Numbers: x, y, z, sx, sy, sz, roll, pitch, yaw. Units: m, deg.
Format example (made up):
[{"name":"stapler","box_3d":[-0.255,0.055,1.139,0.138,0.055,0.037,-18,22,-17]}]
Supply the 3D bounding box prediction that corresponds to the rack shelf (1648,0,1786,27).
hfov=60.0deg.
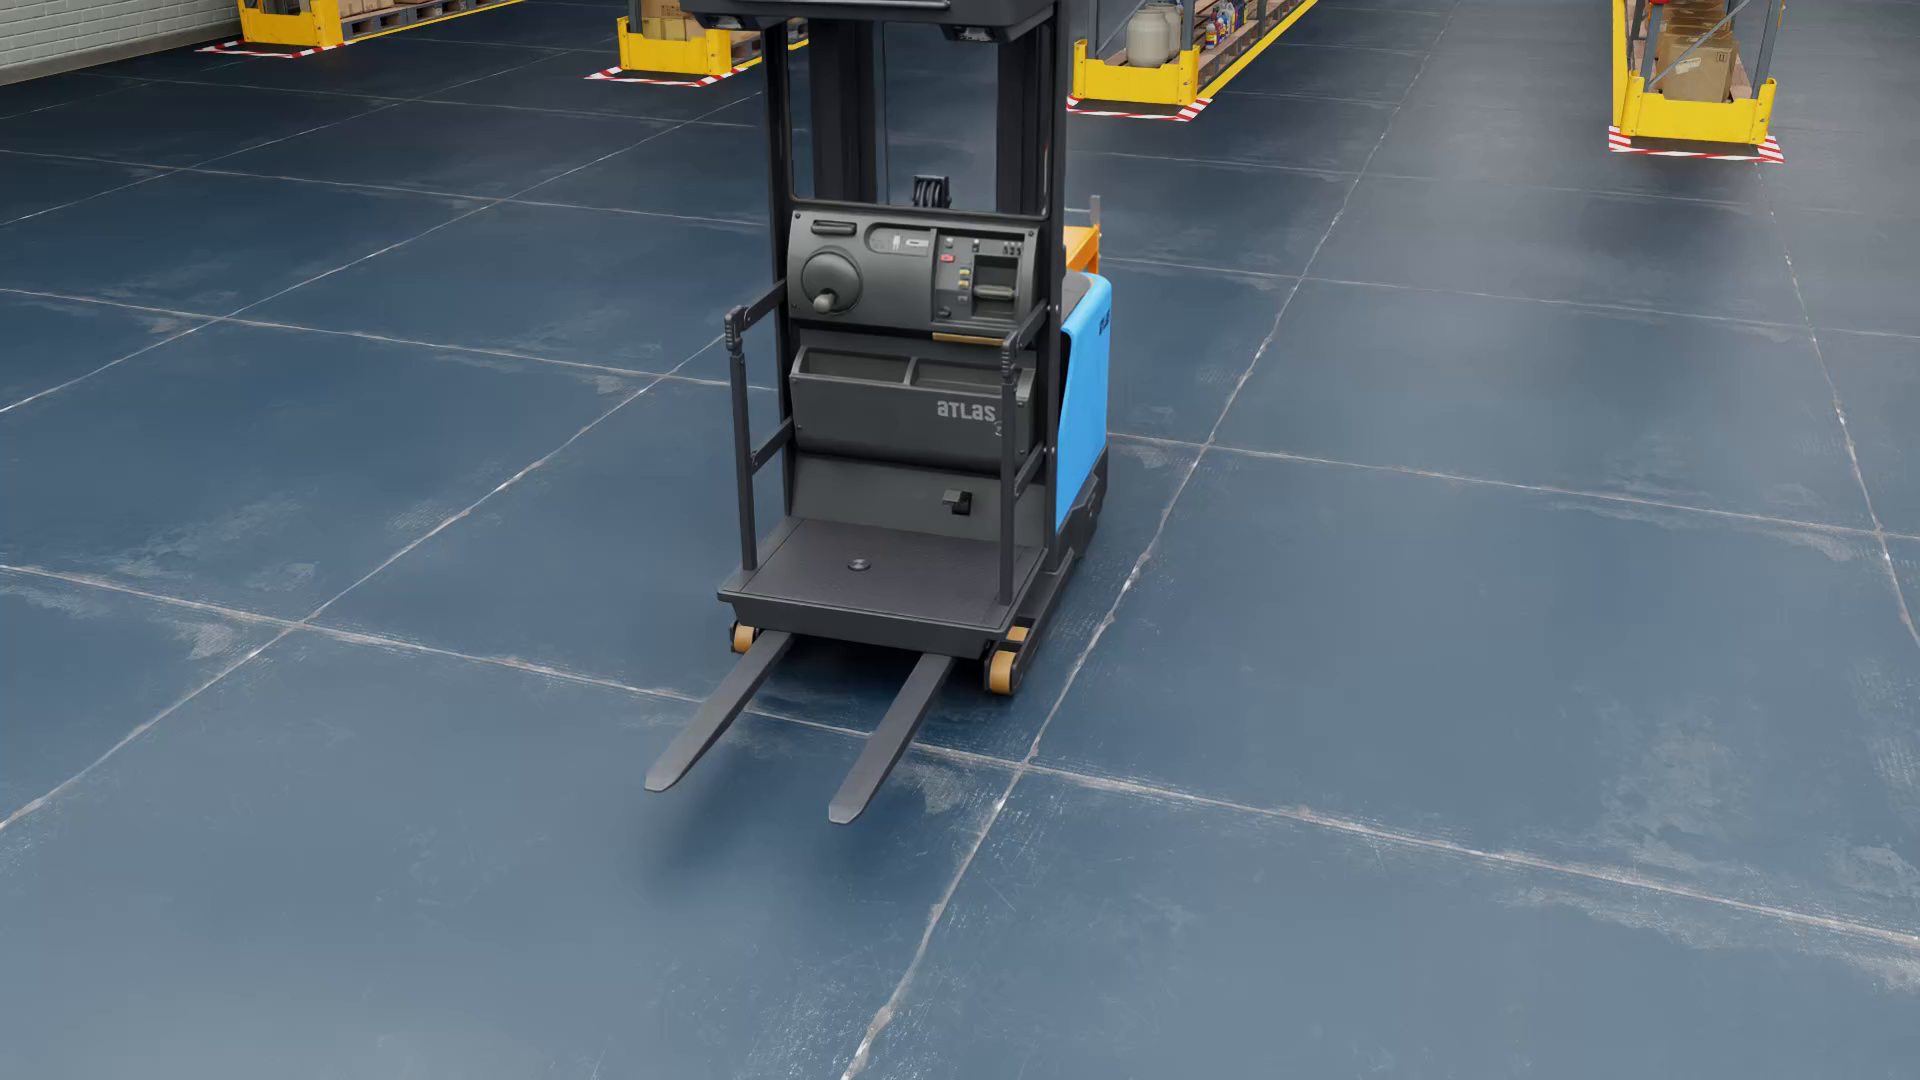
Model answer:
[{"name":"rack shelf","box_3d":[7.038,-5.358,15.699,1.077,0.370,4.000,9,27,17]}]

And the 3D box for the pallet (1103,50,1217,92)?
[{"name":"pallet","box_3d":[1.958,-4.694,16.703,1.003,0.211,1.213,9,27,17]}]

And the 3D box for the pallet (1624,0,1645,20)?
[{"name":"pallet","box_3d":[8.773,-6.571,20.580,1.003,0.211,1.213,9,27,17]}]

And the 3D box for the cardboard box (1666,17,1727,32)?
[{"name":"cardboard box","box_3d":[6.989,-4.683,15.866,0.500,0.500,0.500,11,28,22]}]

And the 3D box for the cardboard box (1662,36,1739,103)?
[{"name":"cardboard box","box_3d":[6.596,-4.178,14.823,0.500,0.500,0.500,14,29,27]}]

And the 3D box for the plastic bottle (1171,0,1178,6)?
[{"name":"plastic bottle","box_3d":[2.373,-5.956,18.644,0.144,0.351,0.185,10,27,19]}]

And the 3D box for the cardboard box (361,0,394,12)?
[{"name":"cardboard box","box_3d":[-7.136,-6.508,19.830,0.500,0.311,0.500,11,28,22]}]

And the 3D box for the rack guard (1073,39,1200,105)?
[{"name":"rack guard","box_3d":[1.683,-4.491,15.952,1.175,0.500,0.348,9,27,17]}]

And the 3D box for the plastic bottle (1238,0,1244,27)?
[{"name":"plastic bottle","box_3d":[3.091,-5.921,18.572,0.144,0.351,0.185,8,27,16]}]

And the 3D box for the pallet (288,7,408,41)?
[{"name":"pallet","box_3d":[-7.311,-6.120,19.647,1.003,0.211,1.213,9,27,17]}]

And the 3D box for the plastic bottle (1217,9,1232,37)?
[{"name":"plastic bottle","box_3d":[2.861,-5.610,18.014,0.152,0.276,0.135,9,27,18]}]

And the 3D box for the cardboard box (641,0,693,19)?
[{"name":"cardboard box","box_3d":[-3.070,-5.850,17.704,0.500,0.500,0.500,9,27,17]}]

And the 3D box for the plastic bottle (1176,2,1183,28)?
[{"name":"plastic bottle","box_3d":[2.439,-5.843,18.502,0.097,0.271,0.097,0,26,0]}]

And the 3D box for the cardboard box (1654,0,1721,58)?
[{"name":"cardboard box","box_3d":[7.349,-5.172,16.877,0.500,0.500,0.500,19,32,34]}]

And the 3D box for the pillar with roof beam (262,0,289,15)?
[{"name":"pillar with roof beam","box_3d":[-4.164,-9.504,16.552,9.100,9.000,0.400,9,27,17]}]

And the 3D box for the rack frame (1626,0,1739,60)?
[{"name":"rack frame","box_3d":[7.704,-6.503,17.240,1.000,3.000,0.127,9,27,17]}]

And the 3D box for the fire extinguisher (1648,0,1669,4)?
[{"name":"fire extinguisher","box_3d":[5.900,-4.845,13.903,0.296,0.674,0.183,9,27,17]}]

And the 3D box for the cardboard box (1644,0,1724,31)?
[{"name":"cardboard box","box_3d":[7.928,-5.826,18.204,0.700,0.500,0.500,7,27,13]}]

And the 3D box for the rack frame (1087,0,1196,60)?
[{"name":"rack frame","box_3d":[1.702,-5.578,15.328,1.000,3.000,0.127,9,27,17]}]

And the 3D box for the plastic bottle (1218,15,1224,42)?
[{"name":"plastic bottle","box_3d":[2.747,-5.430,17.648,0.097,0.271,0.097,0,26,0]}]

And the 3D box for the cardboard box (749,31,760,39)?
[{"name":"cardboard box","box_3d":[-2.417,-5.643,18.137,0.500,0.250,0.500,9,27,17]}]

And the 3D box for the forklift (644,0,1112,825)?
[{"name":"forklift","box_3d":[-0.236,-0.942,5.832,1.130,2.935,3.031,7,27,15]}]

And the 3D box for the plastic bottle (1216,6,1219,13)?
[{"name":"plastic bottle","box_3d":[2.814,-5.683,18.158,0.061,0.283,0.133,9,27,17]}]

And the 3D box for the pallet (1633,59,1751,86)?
[{"name":"pallet","box_3d":[7.109,-4.464,16.228,1.003,0.211,1.213,9,27,17]}]

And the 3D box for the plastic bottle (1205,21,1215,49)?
[{"name":"plastic bottle","box_3d":[2.599,-5.248,17.273,0.097,0.271,0.097,0,26,0]}]

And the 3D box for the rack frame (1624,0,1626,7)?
[{"name":"rack frame","box_3d":[9.035,-8.147,20.635,1.000,3.000,0.127,9,27,17]}]

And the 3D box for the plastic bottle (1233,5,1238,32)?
[{"name":"plastic bottle","box_3d":[3.012,-5.739,18.273,0.061,0.283,0.133,11,28,21]}]

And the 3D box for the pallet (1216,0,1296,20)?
[{"name":"pallet","box_3d":[3.662,-6.798,21.048,1.003,0.211,1.213,9,27,17]}]

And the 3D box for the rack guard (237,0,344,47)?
[{"name":"rack guard","box_3d":[-7.615,-5.921,18.905,1.175,0.500,0.348,9,27,17]}]

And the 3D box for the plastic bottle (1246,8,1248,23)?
[{"name":"plastic bottle","box_3d":[3.206,-5.966,18.836,0.097,0.201,0.097,0,26,0]}]

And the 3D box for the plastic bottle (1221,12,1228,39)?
[{"name":"plastic bottle","box_3d":[2.814,-5.513,17.820,0.097,0.271,0.097,0,26,0]}]

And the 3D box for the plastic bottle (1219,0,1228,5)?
[{"name":"plastic bottle","box_3d":[2.955,-5.942,18.615,0.144,0.351,0.185,9,27,17]}]

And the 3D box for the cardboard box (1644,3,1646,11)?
[{"name":"cardboard box","box_3d":[8.476,-6.478,19.551,0.700,0.500,0.500,11,28,22]}]

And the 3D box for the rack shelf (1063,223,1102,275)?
[{"name":"rack shelf","box_3d":[0.303,-1.256,7.882,0.538,0.278,1.000,7,27,15]}]

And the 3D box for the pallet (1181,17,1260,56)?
[{"name":"pallet","box_3d":[2.770,-5.697,18.774,1.003,0.211,1.213,9,27,17]}]

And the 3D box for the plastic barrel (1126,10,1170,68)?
[{"name":"plastic barrel","box_3d":[1.849,-4.929,16.361,0.421,0.512,0.421,0,26,0]}]

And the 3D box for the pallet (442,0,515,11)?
[{"name":"pallet","box_3d":[-6.499,-7.122,21.718,1.003,0.211,1.213,9,27,17]}]

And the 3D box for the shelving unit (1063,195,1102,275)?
[{"name":"shelving unit","box_3d":[0.303,-0.993,8.010,0.538,1.125,1.048,7,27,15]}]

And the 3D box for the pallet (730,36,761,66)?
[{"name":"pallet","box_3d":[-2.753,-5.363,18.084,1.003,0.211,1.213,9,27,17]}]

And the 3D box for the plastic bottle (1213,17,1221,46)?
[{"name":"plastic bottle","box_3d":[2.692,-5.344,17.457,0.061,0.283,0.133,9,27,18]}]
